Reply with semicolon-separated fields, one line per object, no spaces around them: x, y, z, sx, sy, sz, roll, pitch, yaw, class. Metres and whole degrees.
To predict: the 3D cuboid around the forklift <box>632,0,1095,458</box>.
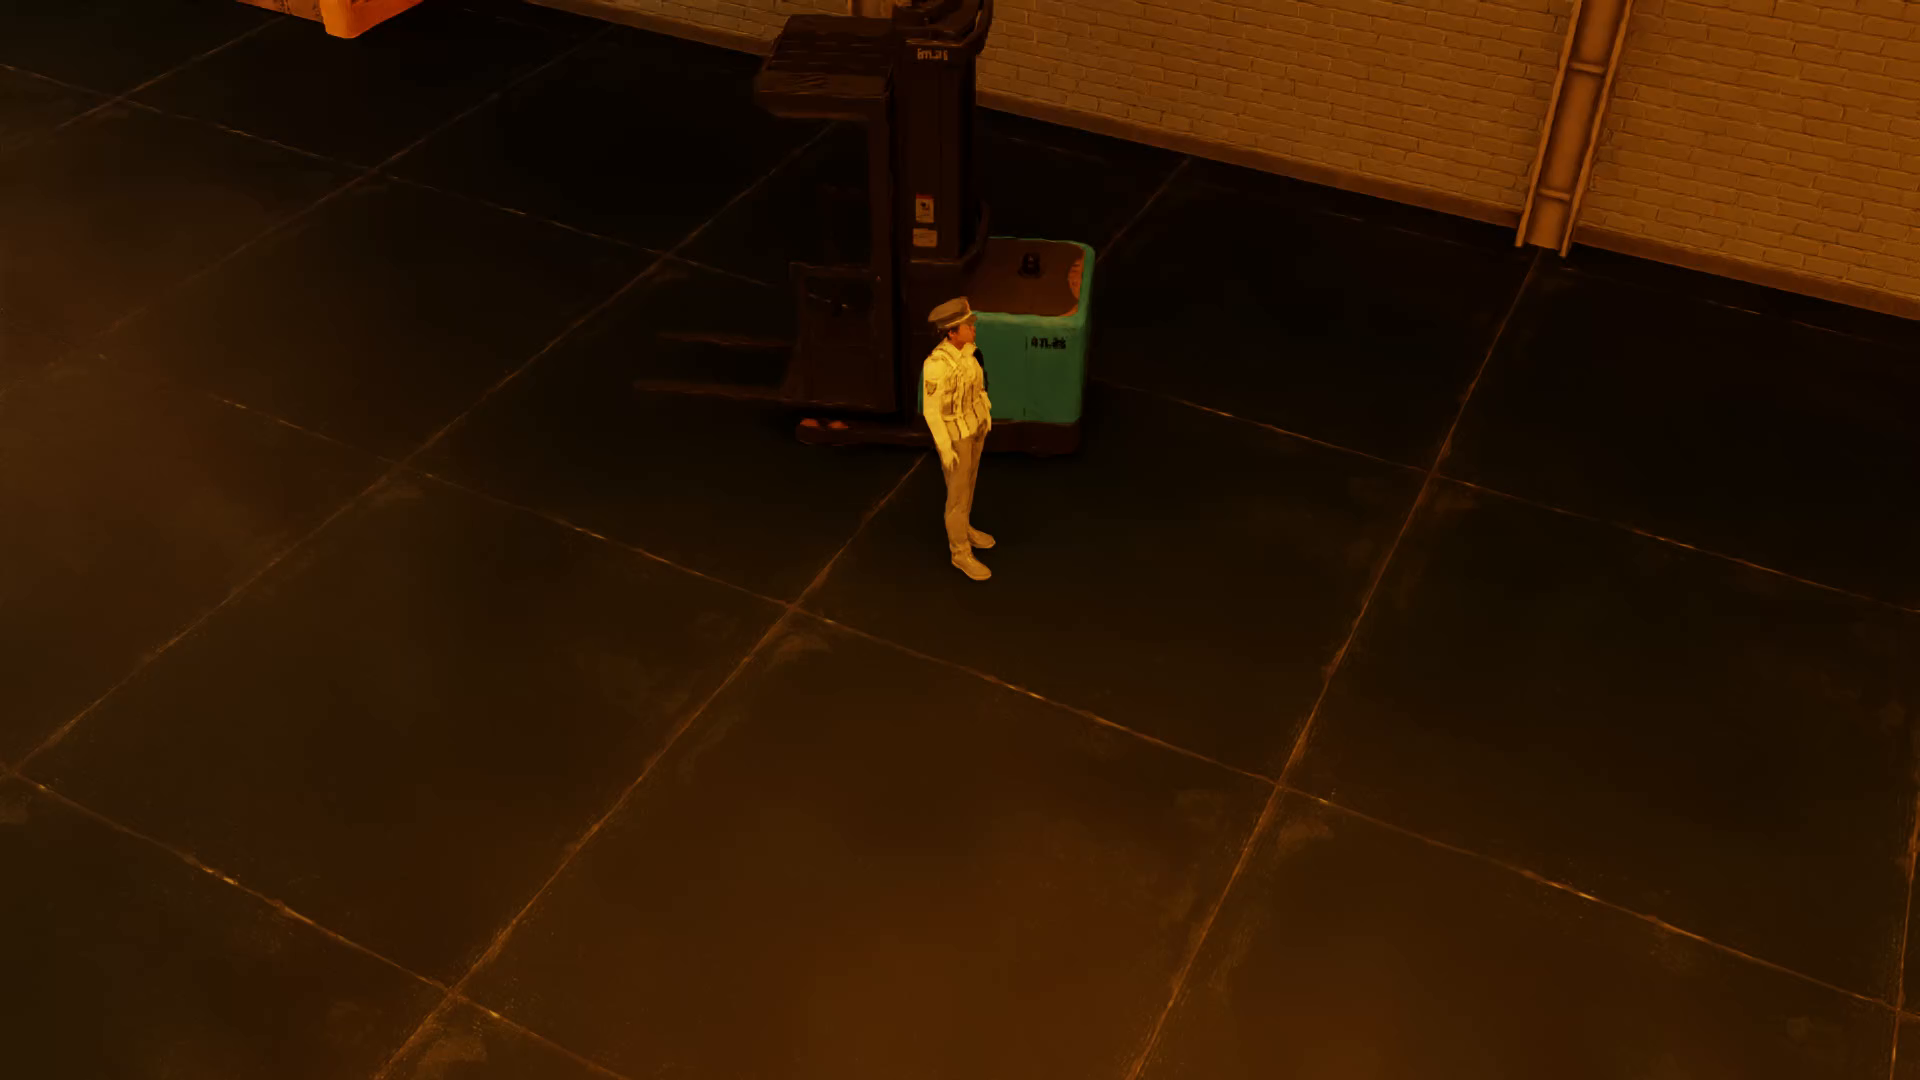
-0.657;-2.074;10.449;3.031;2.935;1.130;5;40;6;forklift

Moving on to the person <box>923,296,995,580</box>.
0.057;-0.630;9.682;0.533;1.695;0.586;18;43;21;person
